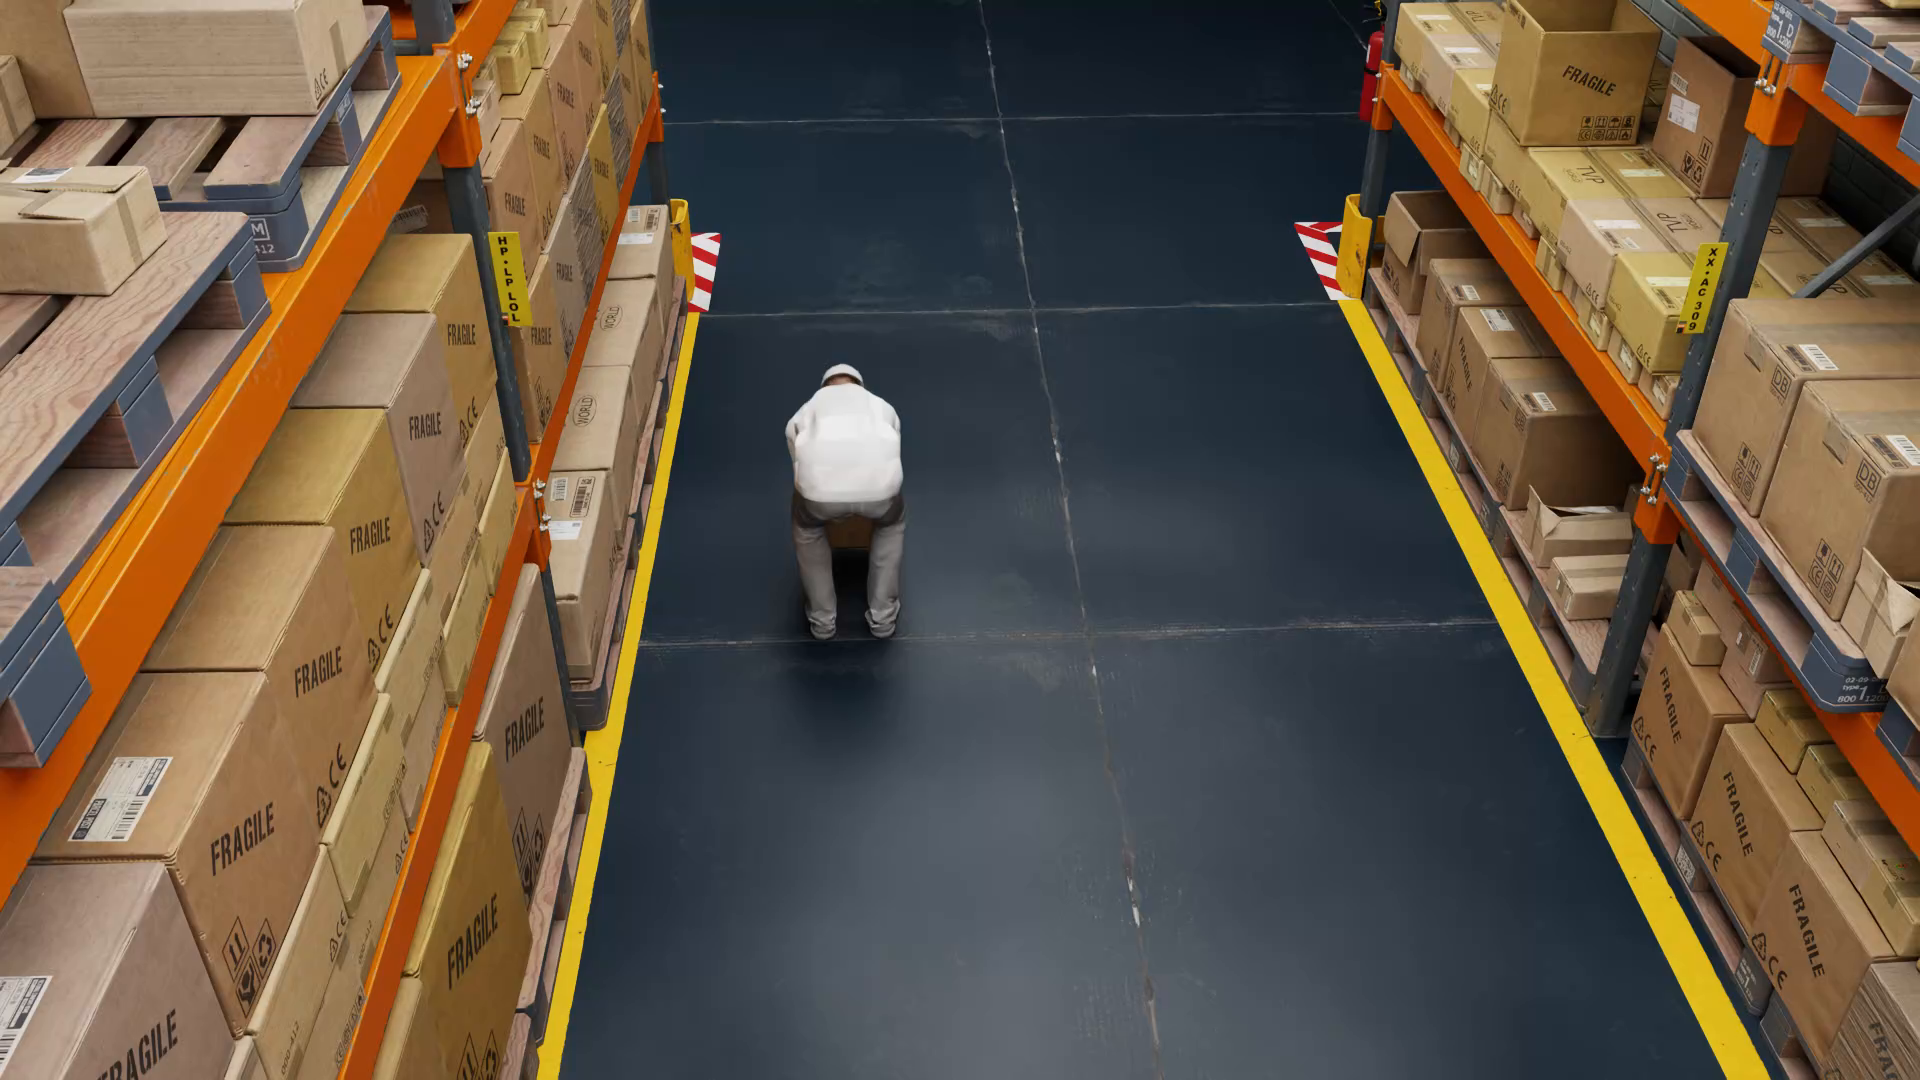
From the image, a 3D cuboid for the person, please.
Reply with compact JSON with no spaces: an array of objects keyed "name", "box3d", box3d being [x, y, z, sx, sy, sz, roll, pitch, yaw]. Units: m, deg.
[{"name":"person","box3d":[-0.480,-0.193,7.036,0.490,1.030,0.979,-3,35,-4]}]
